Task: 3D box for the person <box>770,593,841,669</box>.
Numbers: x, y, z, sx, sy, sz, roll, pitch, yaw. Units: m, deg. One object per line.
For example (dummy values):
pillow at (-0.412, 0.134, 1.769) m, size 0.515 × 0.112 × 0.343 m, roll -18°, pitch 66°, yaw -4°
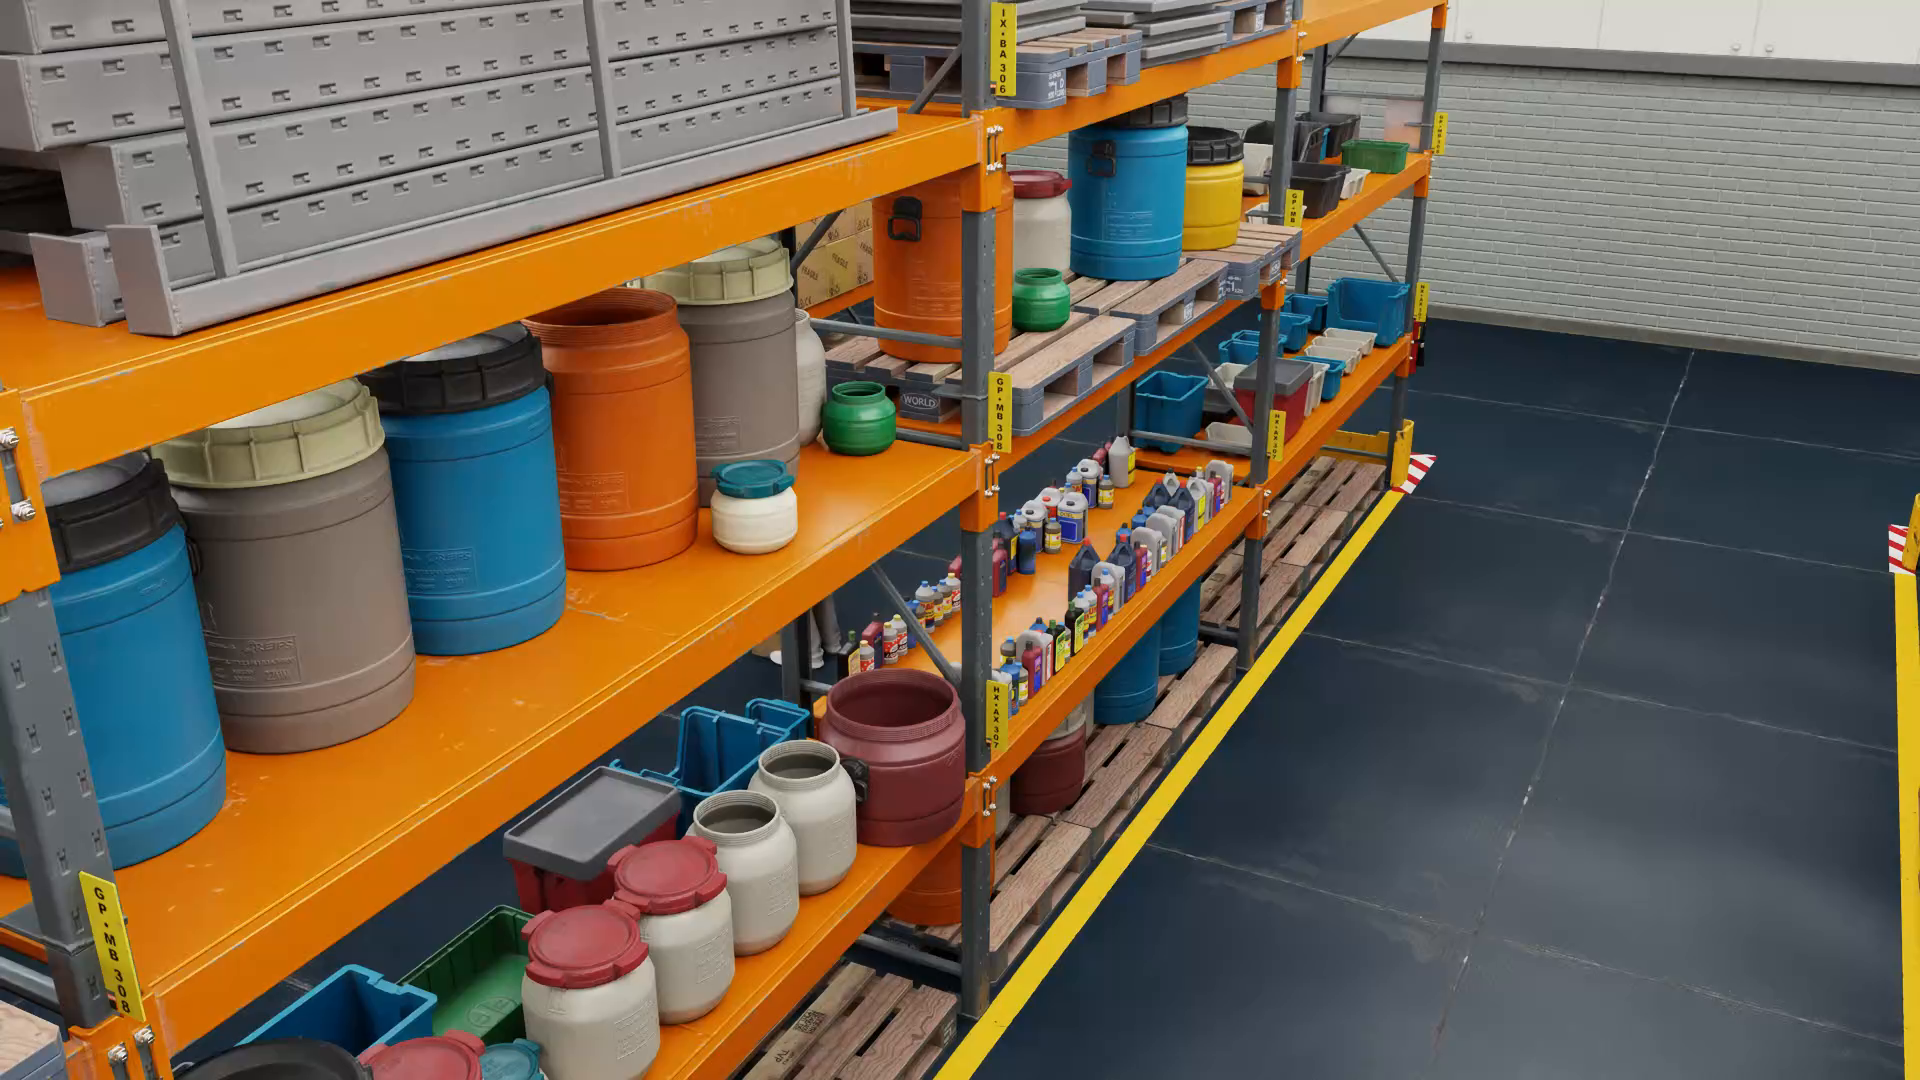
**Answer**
person at (-1.018, -0.026, 10.850) m, size 0.429 × 1.772 × 0.645 m, roll 9°, pitch 24°, yaw 22°
